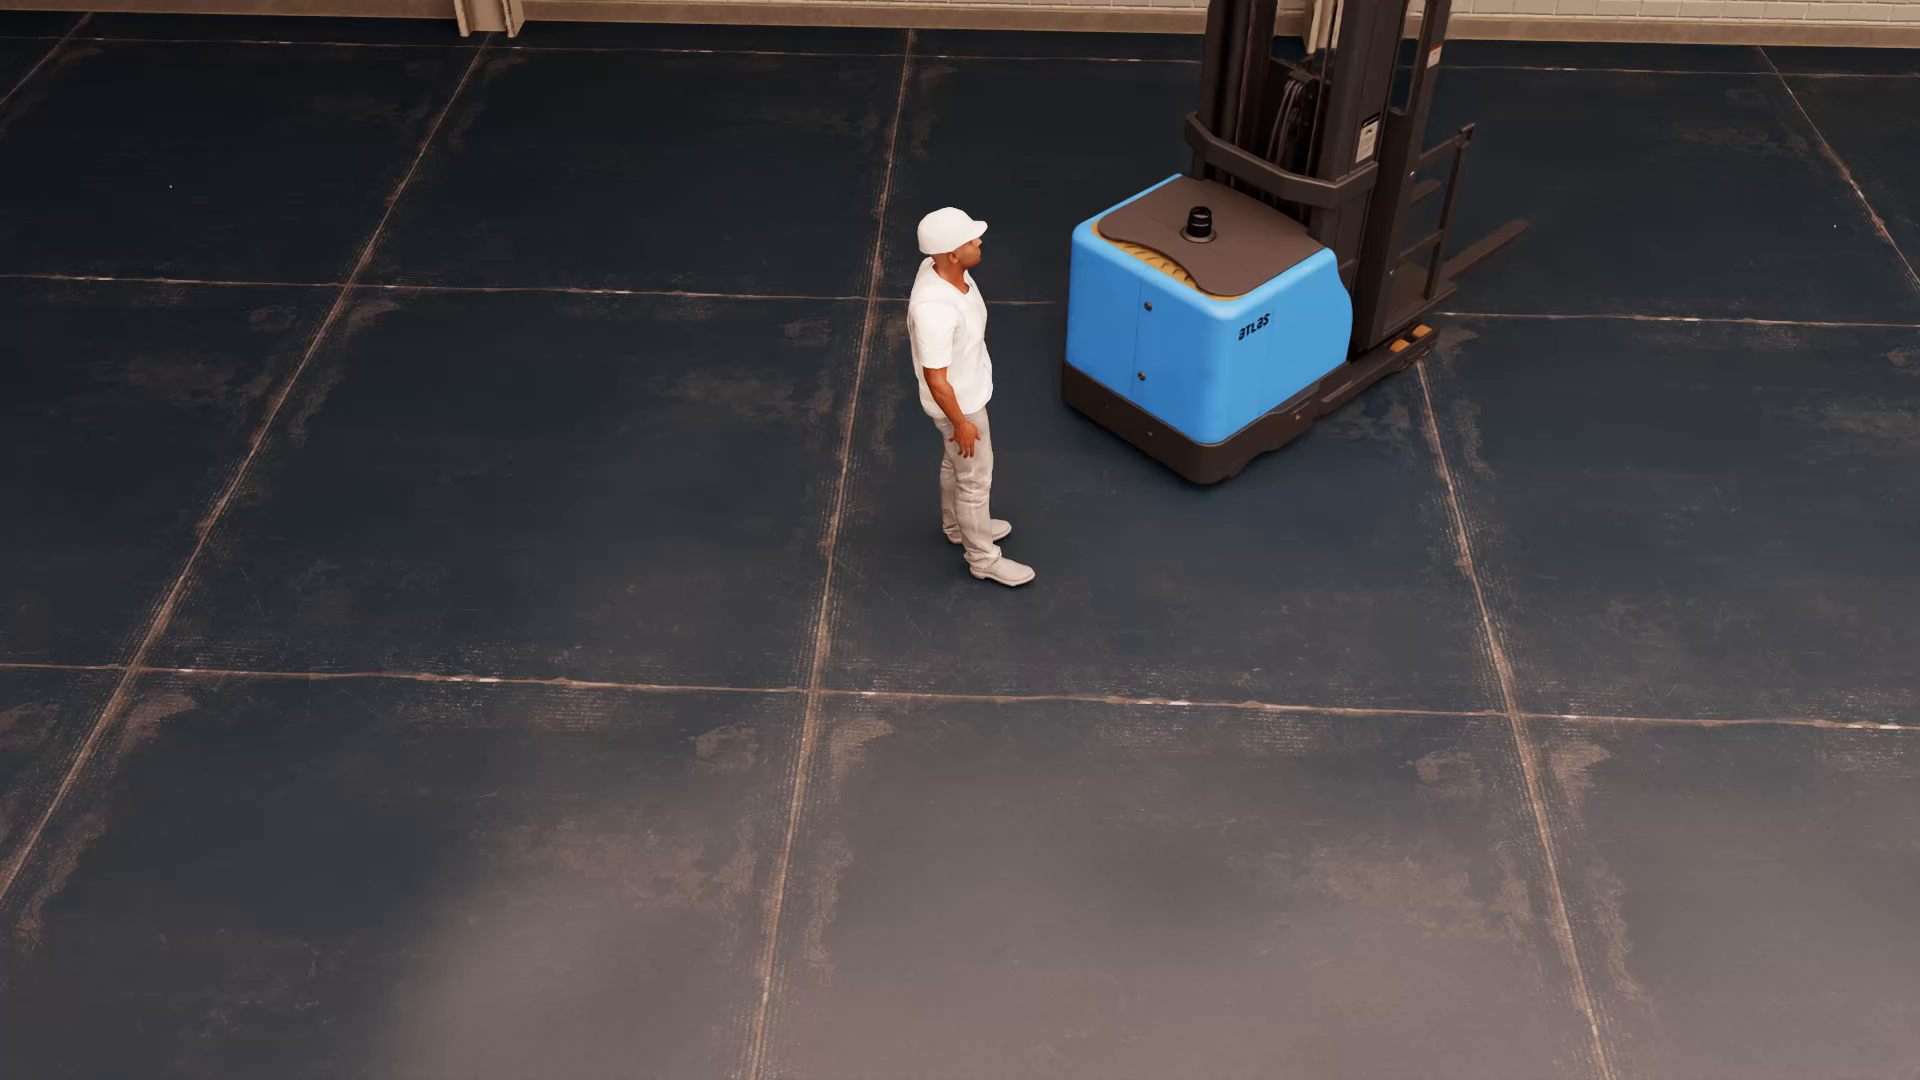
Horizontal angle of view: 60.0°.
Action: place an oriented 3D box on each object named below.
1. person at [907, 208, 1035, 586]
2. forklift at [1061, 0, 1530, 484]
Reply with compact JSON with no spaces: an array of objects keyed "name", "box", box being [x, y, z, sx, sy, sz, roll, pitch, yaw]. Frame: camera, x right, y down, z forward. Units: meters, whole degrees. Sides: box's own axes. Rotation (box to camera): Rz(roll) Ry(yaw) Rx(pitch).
[{"name":"person","box":[0.069,-0.652,7.310,0.576,1.766,0.666,2,42,2]},{"name":"forklift","box":[1.948,-2.223,8.177,3.031,2.935,1.130,-32,51,-30]}]
